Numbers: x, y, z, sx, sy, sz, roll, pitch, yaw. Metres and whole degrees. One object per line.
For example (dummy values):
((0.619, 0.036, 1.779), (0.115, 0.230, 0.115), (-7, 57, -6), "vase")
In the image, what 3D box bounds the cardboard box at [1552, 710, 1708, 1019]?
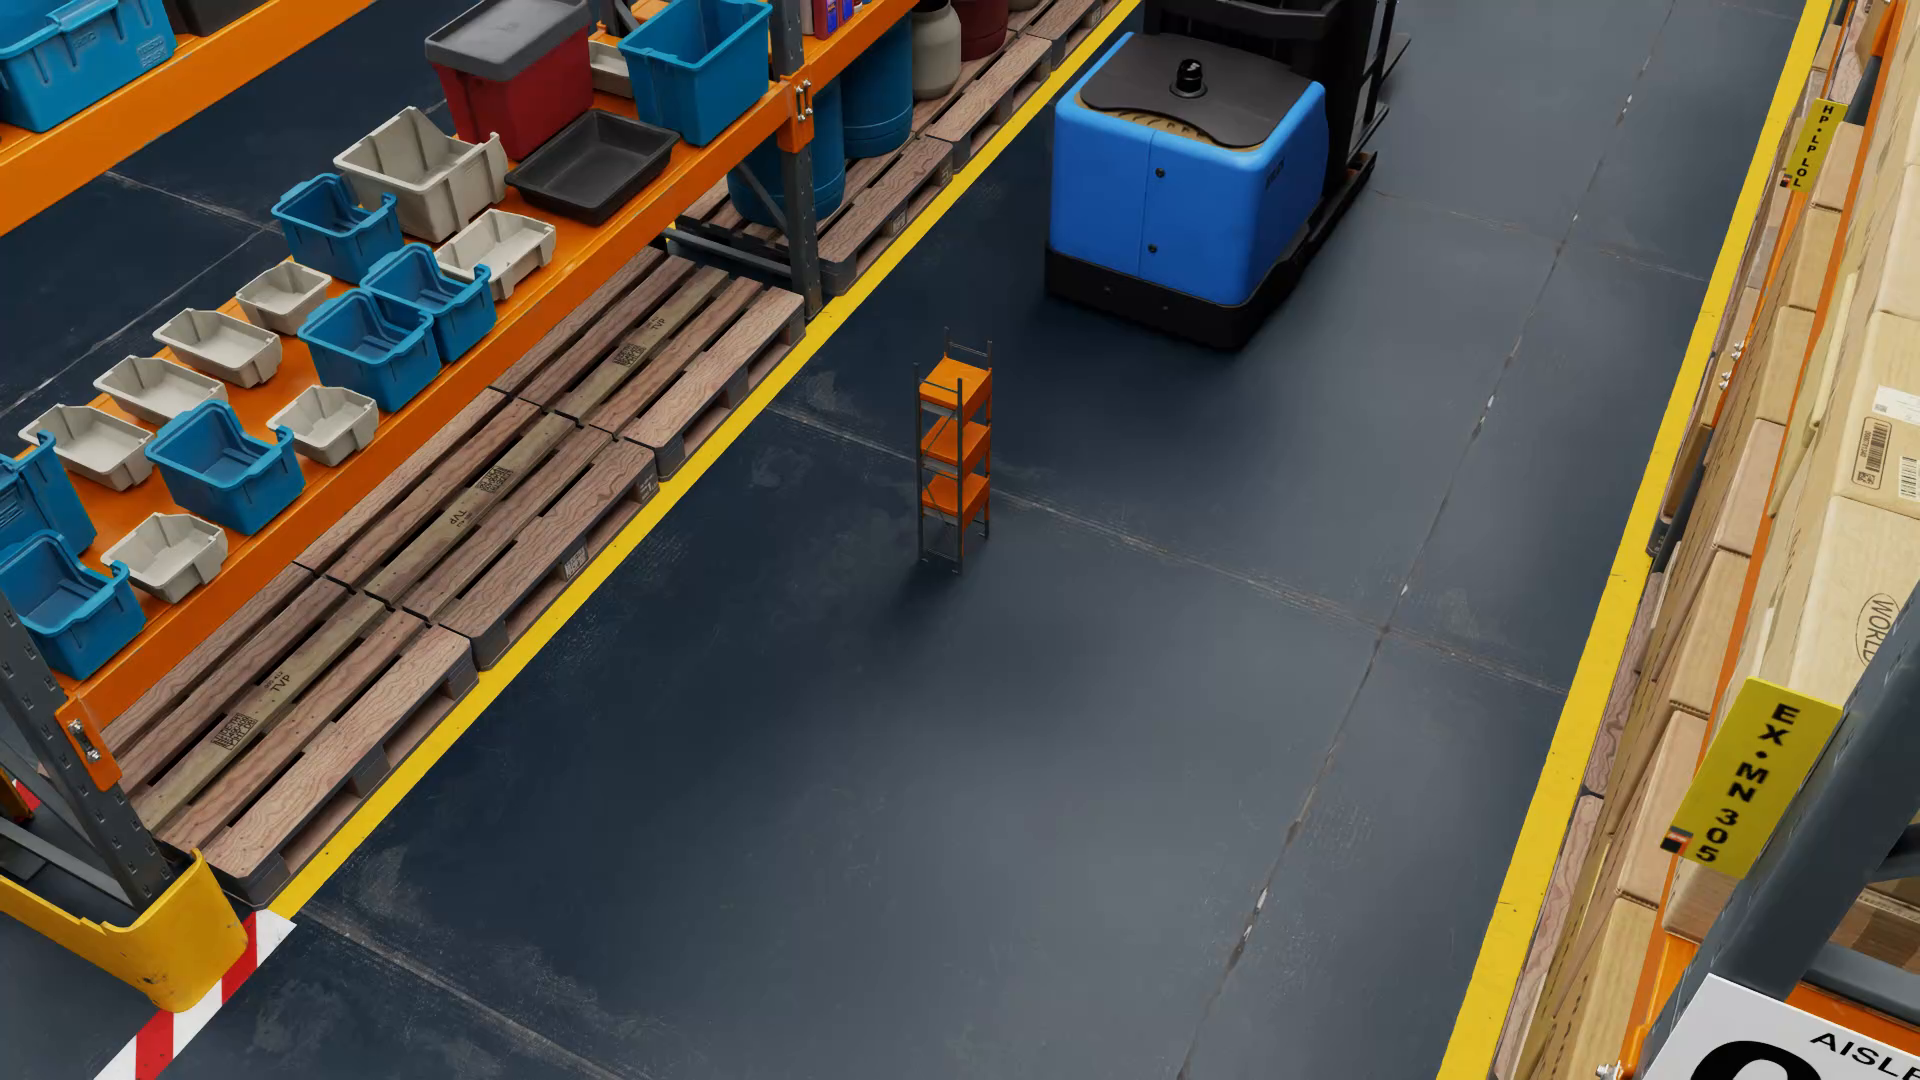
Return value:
((1.583, 0.764, 3.392), (0.500, 0.500, 0.500), (22, 49, 20), "cardboard box")

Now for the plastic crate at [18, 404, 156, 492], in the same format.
((-2.781, -0.299, 5.360), (0.396, 0.136, 0.243), (20, 49, 19), "plastic crate")

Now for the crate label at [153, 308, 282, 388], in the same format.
((-2.526, -0.660, 5.717), (0.396, 0.136, 0.243), (20, 49, 19), "crate label")

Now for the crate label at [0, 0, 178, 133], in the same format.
((-2.285, -1.274, 4.175), (0.408, 0.251, 0.502), (20, 49, 19), "crate label")

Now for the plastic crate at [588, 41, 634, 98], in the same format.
((-1.485, -1.999, 7.040), (0.396, 0.136, 0.243), (20, 49, 19), "plastic crate")

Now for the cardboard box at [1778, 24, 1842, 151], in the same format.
((4.635, -2.283, 8.625), (0.500, 0.500, 0.500), (22, 49, 21), "cardboard box")

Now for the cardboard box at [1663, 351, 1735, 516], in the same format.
((3.218, -0.361, 6.725), (0.500, 0.500, 0.500), (20, 49, 19), "cardboard box")

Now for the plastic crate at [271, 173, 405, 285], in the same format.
((-2.273, -1.138, 6.121), (0.416, 0.233, 0.300), (20, 49, 19), "plastic crate")

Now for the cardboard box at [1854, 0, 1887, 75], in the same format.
((4.008, -1.995, 6.527), (0.700, 0.500, 0.500), (9, 46, 9), "cardboard box")

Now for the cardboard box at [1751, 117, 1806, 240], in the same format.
((4.160, -1.637, 7.987), (0.500, 0.500, 0.500), (20, 49, 19), "cardboard box")

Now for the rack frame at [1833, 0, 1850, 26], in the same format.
((5.100, -3.199, 8.083), (1.000, 3.000, 0.127), (20, 49, 19), "rack frame")

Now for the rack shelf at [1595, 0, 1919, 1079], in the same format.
((2.315, -0.221, 3.536), (1.077, 0.370, 4.000), (20, 49, 19), "rack shelf")

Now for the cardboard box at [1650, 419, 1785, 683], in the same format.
((2.058, 0.113, 4.036), (0.500, 0.500, 0.500), (22, 49, 20), "cardboard box")

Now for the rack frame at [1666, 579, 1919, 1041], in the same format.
((1.386, -0.268, 0.968), (1.000, 3.000, 0.127), (20, 49, 19), "rack frame")

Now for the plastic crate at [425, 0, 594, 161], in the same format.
((-1.779, -1.881, 6.693), (0.402, 0.464, 0.583), (20, 49, 19), "plastic crate")

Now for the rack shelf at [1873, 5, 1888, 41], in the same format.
((4.171, -2.741, 6.026), (1.077, 0.370, 4.000), (20, 49, 19), "rack shelf")

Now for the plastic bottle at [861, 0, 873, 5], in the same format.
((-0.450, -2.586, 7.567), (0.097, 0.271, 0.097), (0, 45, 0), "plastic bottle")

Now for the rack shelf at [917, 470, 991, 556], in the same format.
((-0.025, -0.133, 6.828), (0.215, 0.259, 0.240), (20, 49, 19), "rack shelf")

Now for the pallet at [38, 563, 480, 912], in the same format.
((-2.582, 0.676, 6.213), (1.003, 0.211, 1.213), (20, 49, 19), "pallet")

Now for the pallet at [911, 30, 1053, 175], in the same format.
((-0.182, -2.580, 9.432), (1.003, 0.211, 1.213), (20, 49, 19), "pallet")

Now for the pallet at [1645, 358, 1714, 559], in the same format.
((3.587, -0.224, 7.103), (1.003, 0.211, 1.213), (20, 49, 19), "pallet")

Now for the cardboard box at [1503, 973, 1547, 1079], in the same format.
((1.888, 1.640, 4.924), (0.500, 0.250, 0.500), (20, 49, 19), "cardboard box")

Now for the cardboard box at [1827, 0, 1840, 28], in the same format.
((5.364, -3.118, 9.640), (0.500, 0.250, 0.500), (20, 49, 19), "cardboard box")

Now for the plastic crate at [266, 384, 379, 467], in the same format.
((-2.056, -0.374, 5.434), (0.250, 0.136, 0.298), (20, 49, 19), "plastic crate")

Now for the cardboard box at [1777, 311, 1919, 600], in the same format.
((1.631, -0.060, 2.625), (0.500, 0.250, 0.500), (20, 49, 19), "cardboard box")

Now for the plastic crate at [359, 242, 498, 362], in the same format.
((-1.843, -0.825, 5.811), (0.416, 0.233, 0.300), (20, 49, 19), "plastic crate")

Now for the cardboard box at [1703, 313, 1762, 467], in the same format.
((2.765, -0.483, 5.328), (0.500, 0.500, 0.500), (22, 49, 20), "cardboard box")

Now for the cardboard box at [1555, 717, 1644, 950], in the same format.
((1.827, 0.793, 4.067), (0.500, 0.500, 0.500), (21, 49, 19), "cardboard box")

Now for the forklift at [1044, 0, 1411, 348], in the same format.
((1.573, -2.976, 7.910), (1.130, 2.935, 3.031), (22, 49, 20), "forklift")

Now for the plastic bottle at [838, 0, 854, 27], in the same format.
((-0.533, -2.450, 7.424), (0.061, 0.283, 0.133), (20, 49, 19), "plastic bottle")

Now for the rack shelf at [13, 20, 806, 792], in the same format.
((-2.071, -0.804, 6.221), (1.077, 0.370, 4.000), (20, 49, 19), "rack shelf")

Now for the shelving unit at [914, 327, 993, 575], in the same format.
((-0.025, -0.335, 6.623), (0.215, 1.050, 0.252), (20, 49, 19), "shelving unit")

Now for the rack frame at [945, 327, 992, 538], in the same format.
((0.032, -0.412, 6.699), (0.200, 1.050, 0.008), (20, 49, 19), "rack frame")

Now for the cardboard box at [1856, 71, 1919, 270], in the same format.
((2.092, -0.690, 3.248), (0.500, 0.250, 0.500), (20, 49, 19), "cardboard box")

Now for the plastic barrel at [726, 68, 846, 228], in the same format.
((-0.875, -2.064, 8.141), (0.600, 0.901, 0.708), (20, 49, 19), "plastic barrel")

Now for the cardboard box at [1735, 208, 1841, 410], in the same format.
((2.536, -0.537, 4.678), (0.500, 0.500, 0.500), (19, 48, 18), "cardboard box")

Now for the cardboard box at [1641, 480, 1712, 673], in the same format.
((2.296, 0.155, 4.698), (0.500, 0.500, 0.500), (20, 49, 19), "cardboard box")

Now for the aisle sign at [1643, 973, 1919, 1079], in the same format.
((1.083, 0.869, 2.234), (0.394, 0.787, 0.004), (20, 49, 19), "aisle sign")

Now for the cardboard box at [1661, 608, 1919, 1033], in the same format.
((1.391, 0.428, 2.494), (0.500, 0.250, 0.500), (20, 49, 19), "cardboard box")

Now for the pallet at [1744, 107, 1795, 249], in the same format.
((4.720, -1.761, 8.622), (1.003, 0.211, 1.213), (20, 49, 19), "pallet")

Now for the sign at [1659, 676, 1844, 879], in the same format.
((0.904, 0.279, 1.913), (0.100, 0.325, 0.005), (20, 49, 19), "sign")

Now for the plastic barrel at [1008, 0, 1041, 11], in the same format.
((0.319, -3.411, 9.746), (0.421, 0.512, 0.421), (0, 45, 0), "plastic barrel")

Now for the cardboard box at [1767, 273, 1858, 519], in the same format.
((1.853, -0.202, 3.117), (0.500, 0.250, 0.500), (20, 49, 19), "cardboard box")

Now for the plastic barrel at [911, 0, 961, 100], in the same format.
((-0.205, -2.699, 9.043), (0.421, 0.512, 0.421), (0, 45, 0), "plastic barrel")

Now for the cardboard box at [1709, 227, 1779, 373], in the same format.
((3.688, -0.985, 7.343), (0.500, 0.500, 0.500), (21, 49, 20), "cardboard box")

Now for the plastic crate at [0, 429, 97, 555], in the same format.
((-3.009, -0.103, 4.956), (0.616, 0.435, 0.499), (20, 49, 19), "plastic crate")

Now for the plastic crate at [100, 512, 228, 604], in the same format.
((-2.371, 0.053, 5.012), (0.250, 0.136, 0.298), (20, 49, 19), "plastic crate")

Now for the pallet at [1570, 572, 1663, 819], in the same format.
((2.923, 0.734, 6.157), (1.003, 0.211, 1.213), (20, 49, 19), "pallet")

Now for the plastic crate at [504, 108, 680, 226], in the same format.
((-1.424, -1.447, 6.503), (0.437, 0.125, 0.590), (20, 49, 19), "plastic crate")

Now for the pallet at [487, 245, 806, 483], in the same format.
((-1.450, -0.861, 7.732), (1.003, 0.211, 1.213), (20, 49, 19), "pallet")

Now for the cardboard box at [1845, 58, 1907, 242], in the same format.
((2.329, -0.828, 3.736), (0.500, 0.250, 0.500), (20, 49, 19), "cardboard box")

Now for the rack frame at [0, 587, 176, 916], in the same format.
((-2.999, 0.203, 4.720), (1.000, 3.000, 0.127), (20, 49, 19), "rack frame")

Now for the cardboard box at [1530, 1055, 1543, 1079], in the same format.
((1.353, 1.434, 3.434), (0.500, 0.500, 0.500), (22, 49, 20), "cardboard box")

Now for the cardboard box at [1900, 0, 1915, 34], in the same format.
((2.798, -1.456, 4.357), (0.500, 0.250, 0.500), (20, 49, 19), "cardboard box")
